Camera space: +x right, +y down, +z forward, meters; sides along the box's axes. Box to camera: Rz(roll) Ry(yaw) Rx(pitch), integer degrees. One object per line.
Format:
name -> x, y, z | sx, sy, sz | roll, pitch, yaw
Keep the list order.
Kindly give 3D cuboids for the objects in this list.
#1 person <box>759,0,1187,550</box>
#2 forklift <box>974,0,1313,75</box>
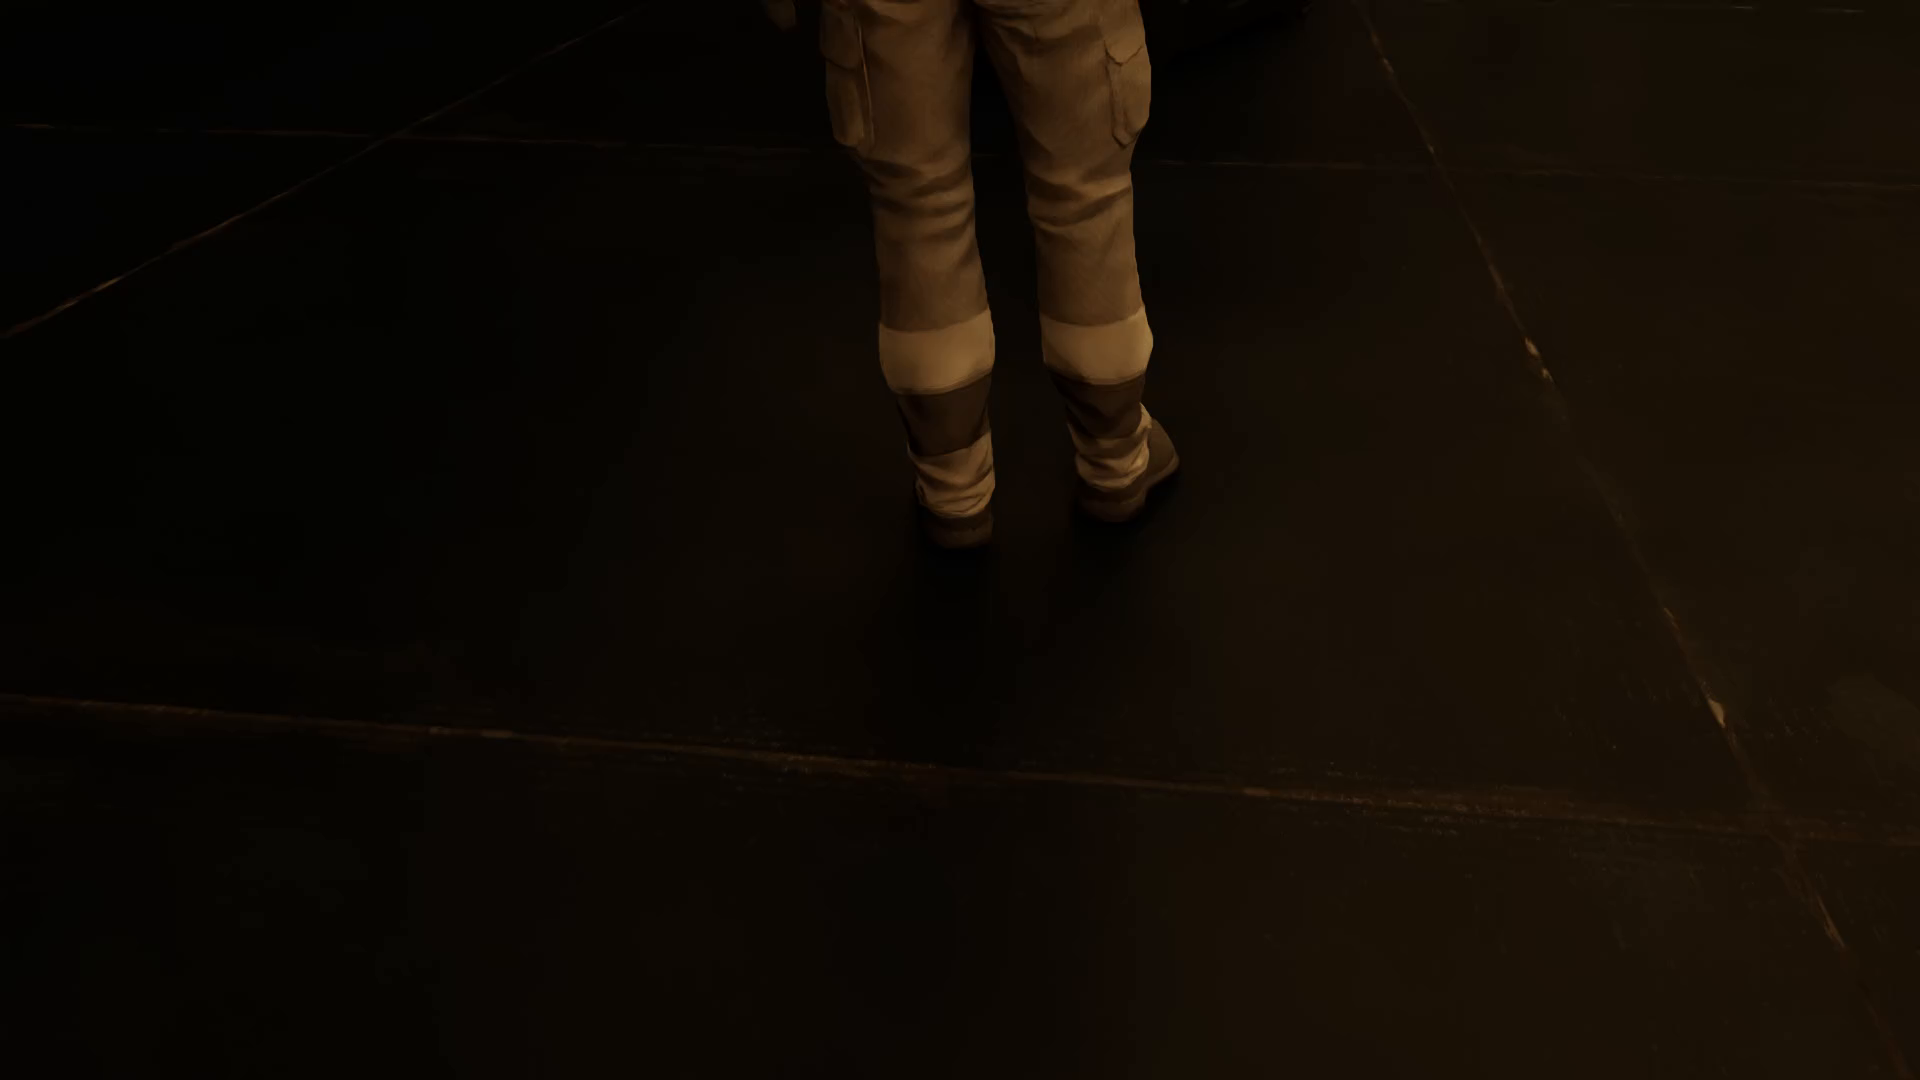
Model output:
person -> 0.021, -0.842, 2.167 | 0.637, 1.787, 0.563 | 3, 27, 7
forklift -> 0.796, -3.462, 6.156 | 1.130, 2.935, 3.031 | 13, 29, 24
